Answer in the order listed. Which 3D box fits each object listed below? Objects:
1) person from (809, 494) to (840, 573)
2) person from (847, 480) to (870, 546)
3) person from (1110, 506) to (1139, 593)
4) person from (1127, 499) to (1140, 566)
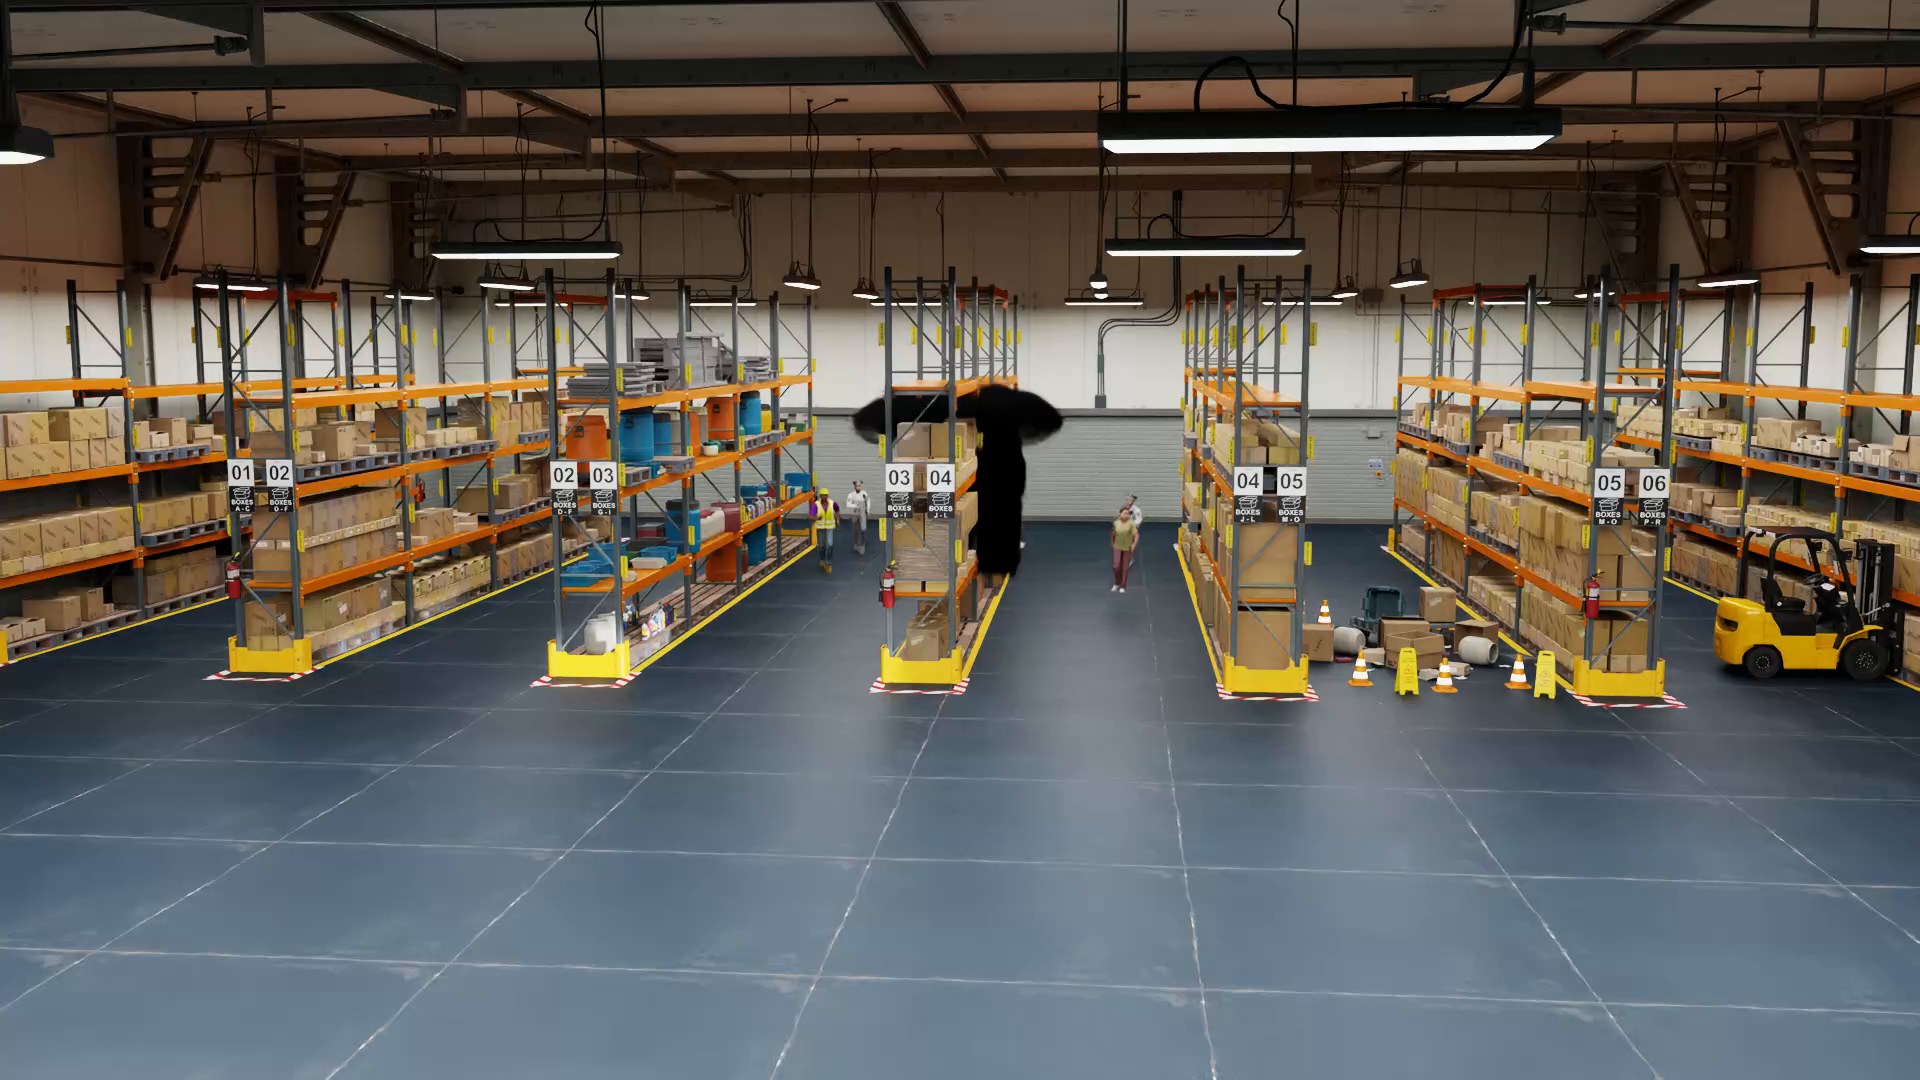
[{"bbox_3d":[-2.901,-0.187,35.700,0.667,1.786,0.853,-1,7,-5],"label":"person"},{"bbox_3d":[-2.364,-0.635,38.806,0.574,1.550,0.789,-1,7,-8],"label":"person"},{"bbox_3d":[3.014,0.196,30.624,0.571,1.627,0.724,1,7,10],"label":"person"},{"bbox_3d":[3.723,-0.218,36.829,0.620,1.588,0.586,5,8,35],"label":"person"}]
